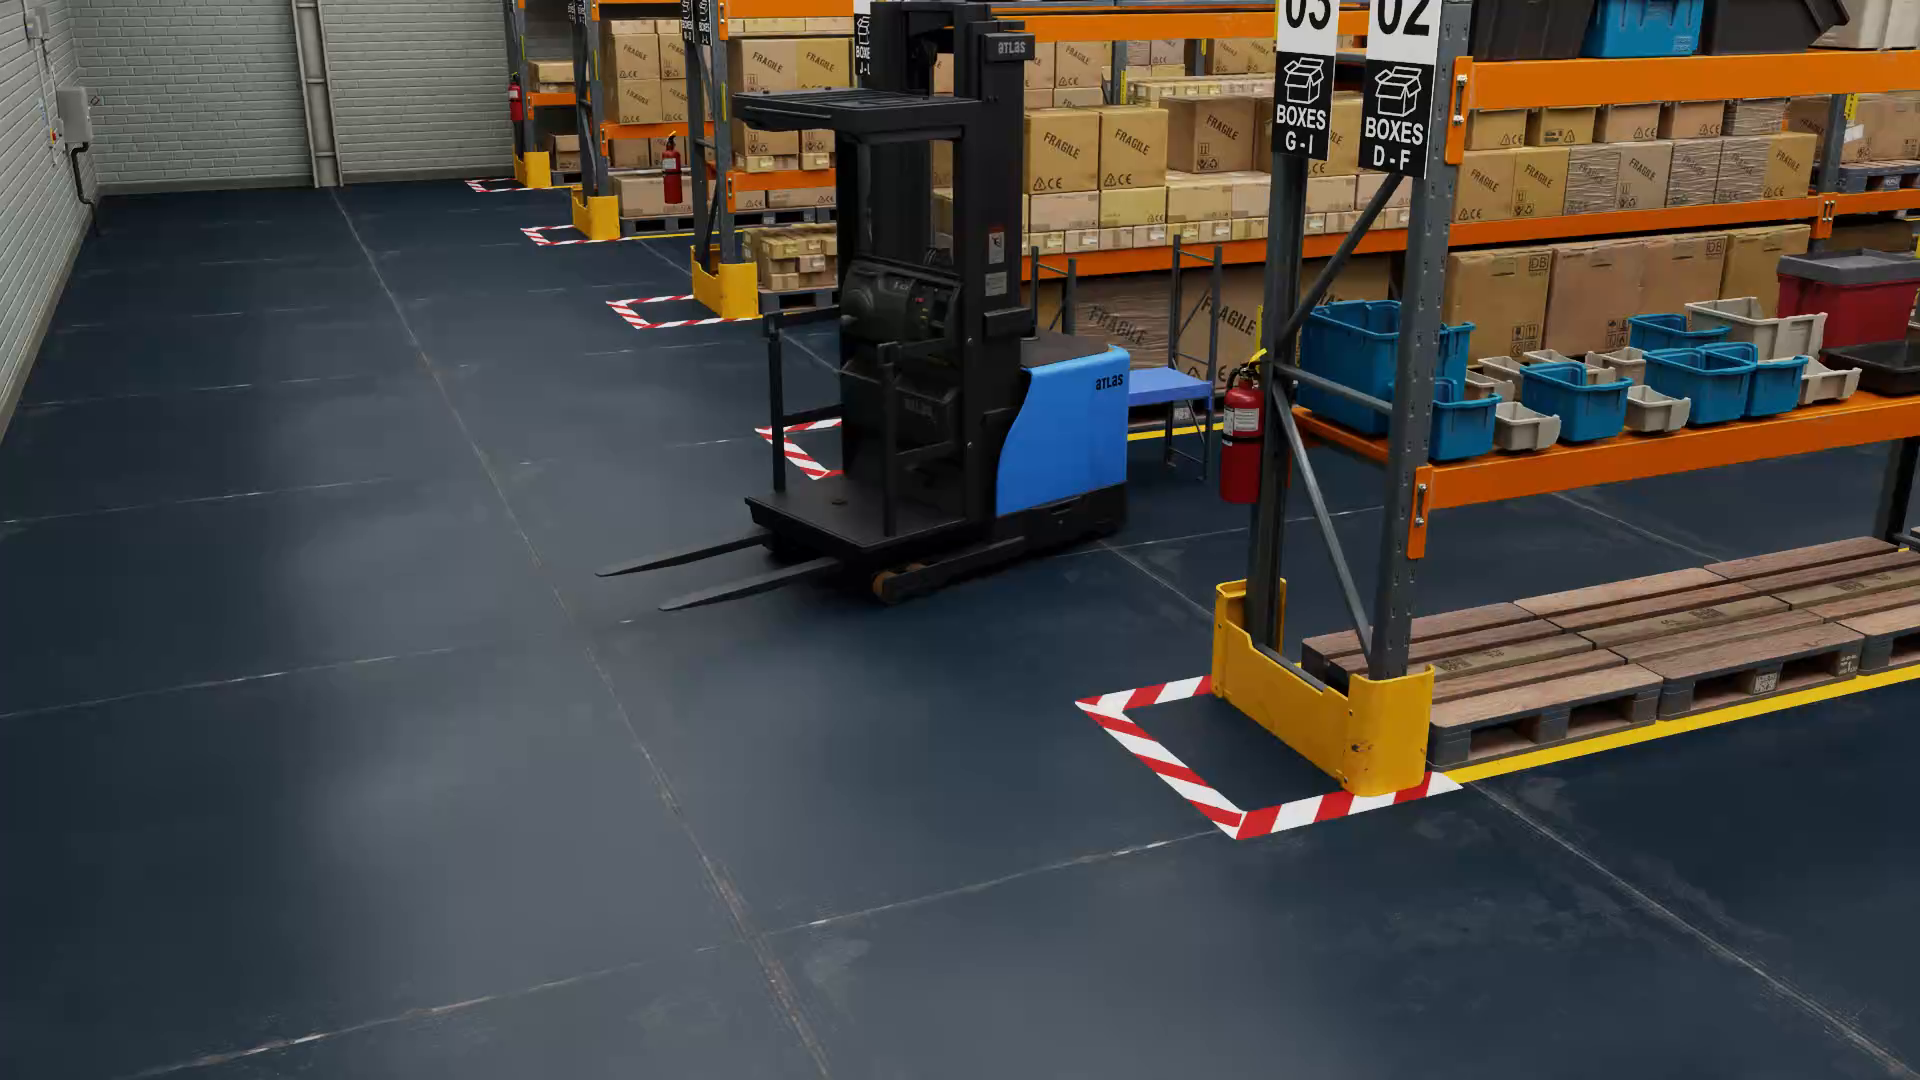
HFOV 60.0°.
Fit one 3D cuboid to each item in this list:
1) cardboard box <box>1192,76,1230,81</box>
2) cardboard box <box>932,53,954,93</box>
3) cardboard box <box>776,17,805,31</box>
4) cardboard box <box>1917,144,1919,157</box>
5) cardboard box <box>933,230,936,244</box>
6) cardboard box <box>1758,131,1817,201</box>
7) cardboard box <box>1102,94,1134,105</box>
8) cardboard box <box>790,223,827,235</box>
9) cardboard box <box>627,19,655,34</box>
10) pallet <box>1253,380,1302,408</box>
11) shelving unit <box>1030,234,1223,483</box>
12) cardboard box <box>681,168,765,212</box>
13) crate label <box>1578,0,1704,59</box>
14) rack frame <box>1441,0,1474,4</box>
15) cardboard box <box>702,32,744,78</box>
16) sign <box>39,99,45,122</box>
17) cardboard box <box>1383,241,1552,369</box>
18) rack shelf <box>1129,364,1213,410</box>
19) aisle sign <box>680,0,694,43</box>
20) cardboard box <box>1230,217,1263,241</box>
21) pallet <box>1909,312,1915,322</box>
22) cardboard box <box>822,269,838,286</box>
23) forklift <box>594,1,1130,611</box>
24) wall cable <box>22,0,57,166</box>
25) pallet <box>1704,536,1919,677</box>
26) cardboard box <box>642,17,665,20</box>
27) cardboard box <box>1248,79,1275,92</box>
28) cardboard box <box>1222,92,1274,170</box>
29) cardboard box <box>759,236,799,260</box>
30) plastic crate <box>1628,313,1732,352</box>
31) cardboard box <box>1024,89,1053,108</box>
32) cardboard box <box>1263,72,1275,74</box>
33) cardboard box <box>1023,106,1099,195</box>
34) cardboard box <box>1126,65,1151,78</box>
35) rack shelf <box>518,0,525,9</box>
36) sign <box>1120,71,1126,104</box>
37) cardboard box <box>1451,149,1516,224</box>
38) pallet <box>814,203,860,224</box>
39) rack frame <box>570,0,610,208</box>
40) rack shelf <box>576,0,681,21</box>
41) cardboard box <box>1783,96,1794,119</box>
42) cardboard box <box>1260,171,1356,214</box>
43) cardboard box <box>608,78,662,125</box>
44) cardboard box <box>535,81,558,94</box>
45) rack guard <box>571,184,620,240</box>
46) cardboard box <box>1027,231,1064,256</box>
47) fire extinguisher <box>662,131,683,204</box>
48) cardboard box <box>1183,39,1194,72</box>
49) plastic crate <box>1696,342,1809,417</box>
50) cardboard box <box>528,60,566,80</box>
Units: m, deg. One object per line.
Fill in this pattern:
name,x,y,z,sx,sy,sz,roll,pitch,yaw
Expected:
cardboard box,2.611,-4.762,17.380,0.250,0.149,0.380,-9,21,-24
cardboard box,-0.375,-4.463,15.578,0.500,0.500,0.500,-9,21,-24
cardboard box,-2.042,-6.189,19.950,0.250,0.149,0.380,-9,21,-23
cardboard box,8.542,-3.432,14.347,0.500,0.250,0.500,-9,21,-23
cardboard box,-0.237,-2.131,11.436,0.250,0.149,0.380,-8,21,-21
cardboard box,6.557,-3.061,13.550,0.500,0.500,0.500,-7,21,-20
cardboard box,1.654,-4.487,17.047,0.250,0.149,0.380,-7,21,-20
cardboard box,-1.479,-2.997,16.283,0.250,0.149,0.380,-9,21,-23
cardboard box,-3.711,-5.968,19.321,0.250,0.149,0.380,-8,21,-21
pallet,2.510,-1.237,12.718,1.213,0.211,1.003,-8,21,-22
shelving unit,1.010,-1.072,10.309,1.048,1.500,0.538,-9,21,-24
cardboard box,-2.956,-4.354,20.597,0.875,0.438,0.875,-8,21,-20
crate label,2.503,-1.959,6.278,0.502,0.251,0.408,-8,21,-22
rack frame,1.528,-3.422,5.690,0.127,3.000,1.000,-8,21,-22
cardboard box,-2.864,-5.760,19.707,0.500,0.500,0.500,-8,21,-22
sign,-9.565,-4.480,17.323,0.001,0.218,0.327,-8,21,-22
cardboard box,3.819,-1.915,13.010,0.875,0.875,1.225,-8,21,-22
rack shelf,1.010,-0.903,10.369,1.000,0.185,0.538,-9,21,-24
aisle sign,-2.492,-4.936,15.111,0.004,0.787,0.394,-8,21,-22
cardboard box,1.909,-2.201,11.634,0.250,0.149,0.380,-9,21,-23
pallet,7.630,-1.942,14.719,1.213,0.211,1.003,-8,21,-22
cardboard box,-1.265,-2.547,15.900,0.250,0.149,0.380,-8,21,-21
forklift,-0.476,-1.248,8.653,3.031,2.935,1.130,-16,25,-38
wall cable,-9.527,-4.869,17.258,0.123,1.953,0.585,-8,21,-22
pallet,4.541,0.306,8.336,1.213,0.211,1.003,-8,21,-22
cardboard box,-3.682,-6.158,19.861,0.250,0.149,0.380,-8,21,-22
cardboard box,3.098,-4.597,16.910,0.250,0.149,0.380,-7,21,-20
cardboard box,2.243,-3.004,12.187,0.500,0.500,0.500,-8,21,-22
cardboard box,-1.690,-2.727,15.516,0.250,0.149,0.380,-9,21,-24
plastic crate,3.312,-0.890,7.694,0.300,0.233,0.416,-8,21,-22
cardboard box,0.558,-4.124,16.120,0.500,0.500,0.500,-9,21,-23
cardboard box,4.162,-6.321,22.704,0.250,0.149,0.380,-8,21,-22
cardboard box,0.573,-2.572,10.960,0.500,0.500,0.500,-9,21,-23
cardboard box,2.173,-6.132,21.894,0.500,0.250,0.500,-9,21,-23
rack shelf,-4.492,-7.976,24.225,4.000,0.370,1.077,-8,21,-22
sign,1.589,-4.398,16.193,0.005,0.325,0.100,-8,21,-22
cardboard box,3.760,-2.660,12.410,0.500,0.500,0.500,-8,21,-22
pallet,-1.416,-4.259,21.301,1.213,0.211,1.003,-8,21,-22
rack frame,-4.359,-5.124,19.559,0.127,3.000,1.000,-8,21,-22
rack shelf,-2.523,-6.463,19.928,4.000,0.370,1.077,-8,21,-22
cardboard box,9.543,-5.409,20.142,0.550,0.550,0.875,-8,21,-22
cardboard box,2.463,-2.491,11.859,0.500,0.250,0.500,-7,21,-20
cardboard box,-3.805,-5.147,19.473,0.500,0.500,0.500,-8,21,-22
cardboard box,-5.918,-6.479,23.784,0.250,0.149,0.380,-8,21,-22
rack guard,-4.381,-3.942,19.965,0.348,0.500,1.175,-8,21,-22
cardboard box,0.493,-1.998,11.058,0.250,0.149,0.380,-9,21,-23
fire extinguisher,-2.720,-3.523,15.690,0.183,0.674,0.296,-8,21,-22
cardboard box,3.294,-6.707,22.823,0.500,0.500,0.500,-9,21,-23
plastic crate,3.370,-0.686,7.116,0.300,0.233,0.416,-8,21,-22
cardboard box,-6.012,-6.849,24.234,0.500,0.250,0.500,-8,21,-20
